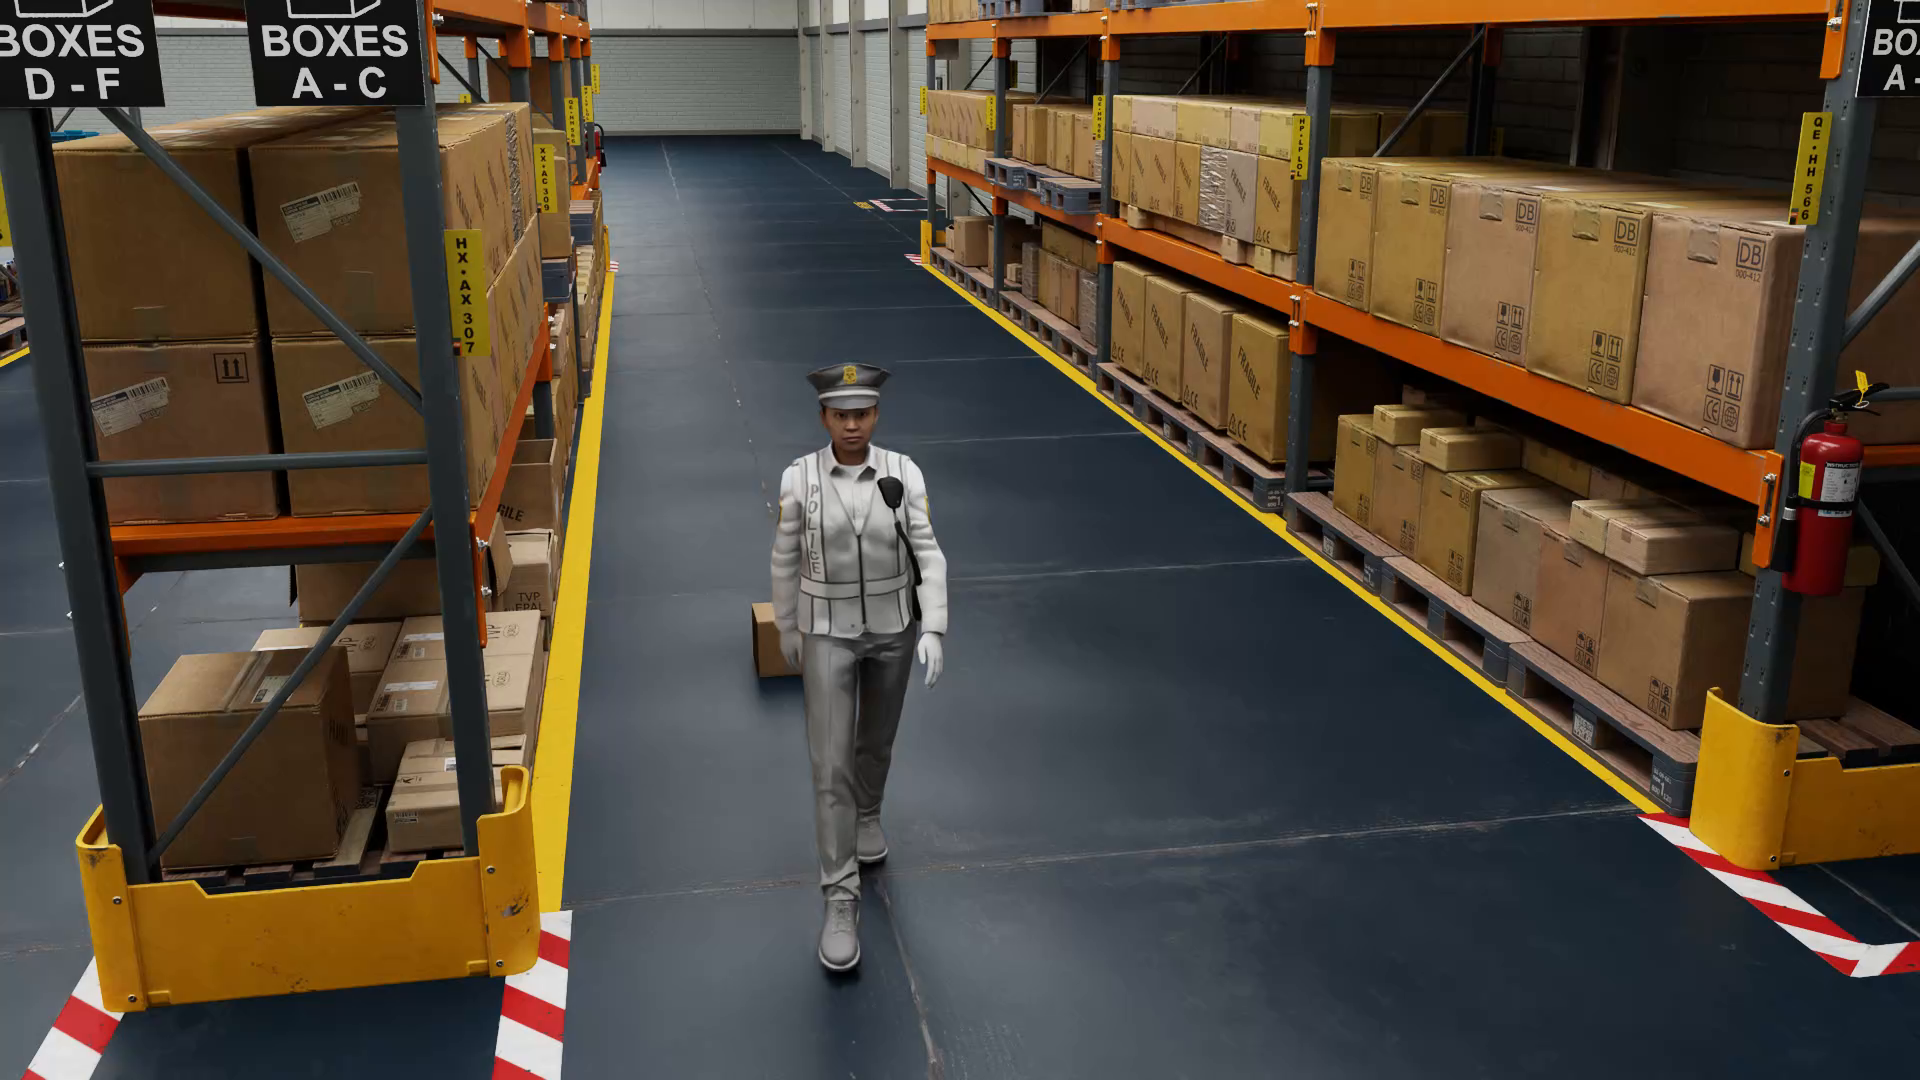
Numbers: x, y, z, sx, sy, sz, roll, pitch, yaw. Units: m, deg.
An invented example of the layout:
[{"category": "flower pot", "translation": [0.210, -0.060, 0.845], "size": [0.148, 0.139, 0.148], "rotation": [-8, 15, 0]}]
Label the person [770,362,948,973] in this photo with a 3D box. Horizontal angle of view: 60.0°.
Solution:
[{"category": "person", "translation": [-0.275, 0.299, 4.912], "size": [0.502, 1.650, 0.896], "rotation": [-4, 17, -13]}]
